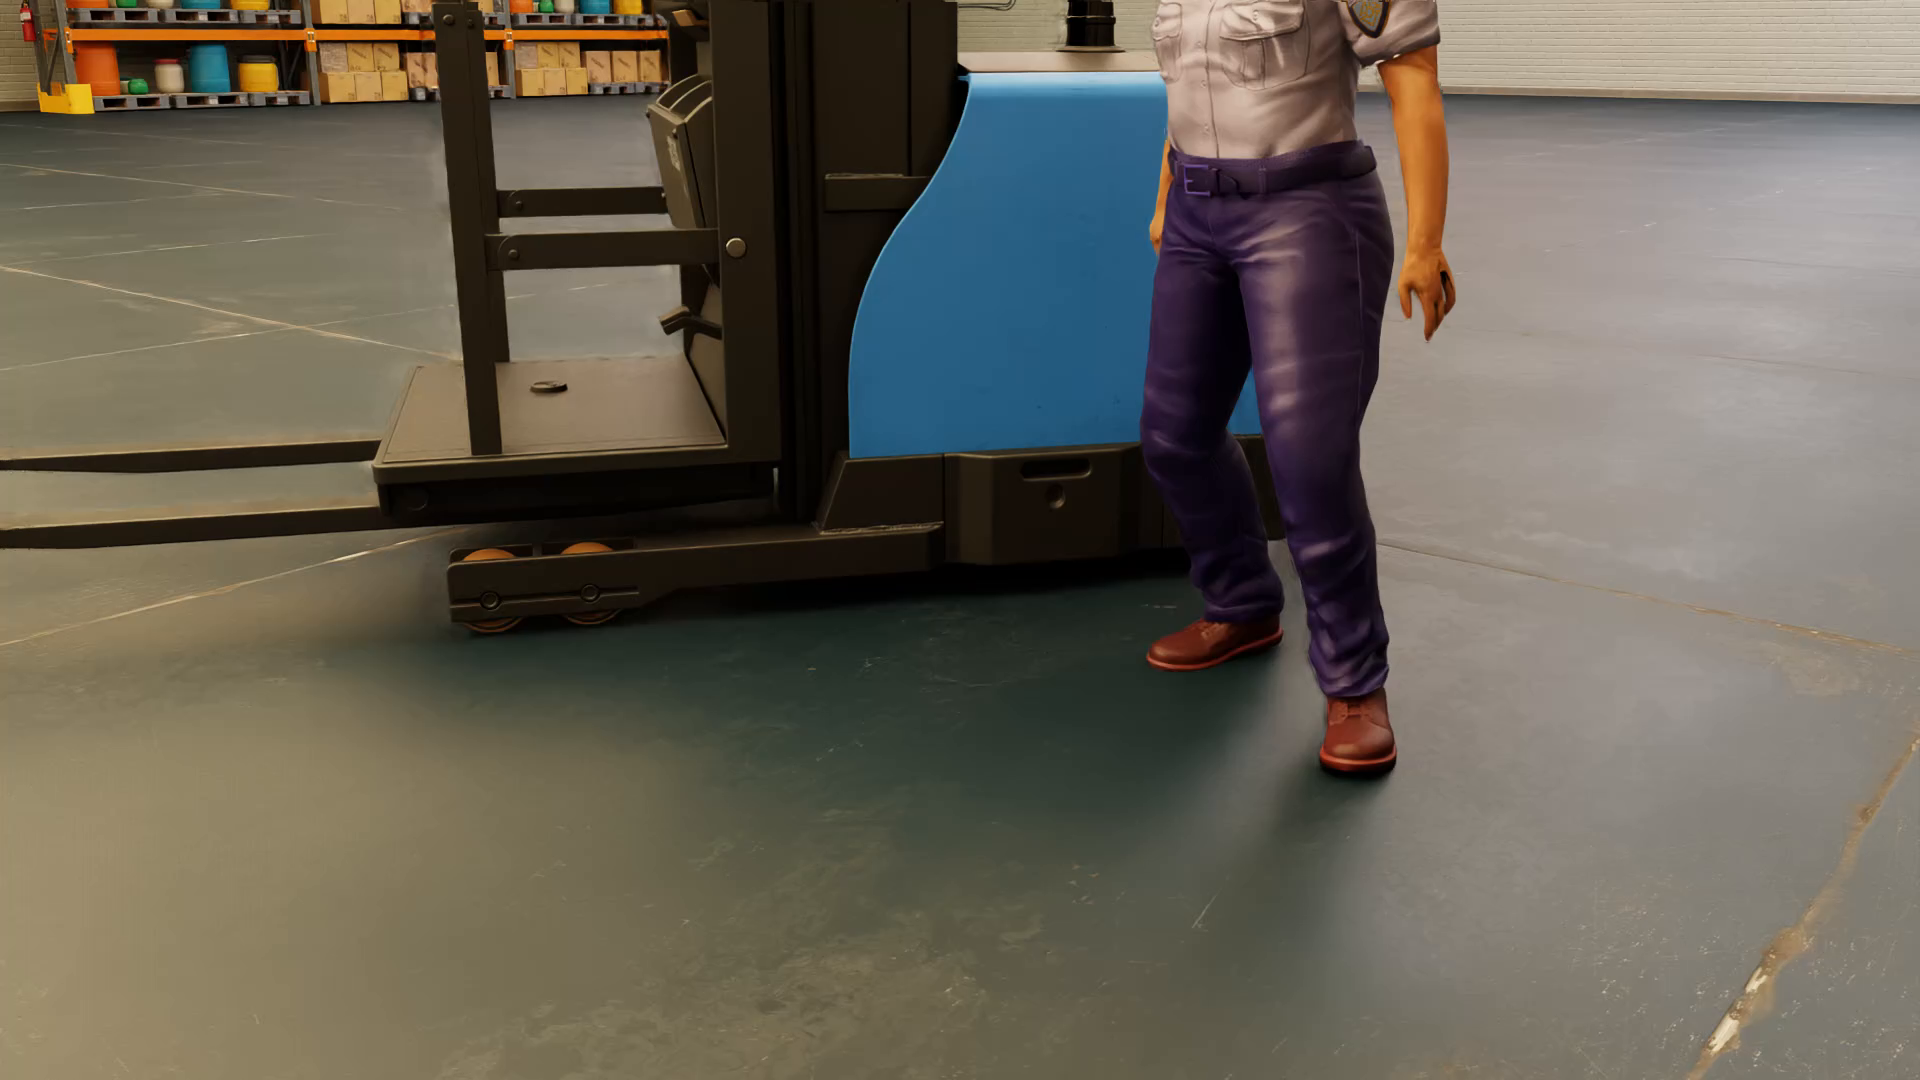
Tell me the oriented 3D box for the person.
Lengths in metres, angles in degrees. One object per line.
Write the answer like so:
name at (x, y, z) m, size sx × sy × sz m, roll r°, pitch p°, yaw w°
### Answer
person at (0.552, -0.502, 2.833) m, size 0.379 × 1.623 × 0.811 m, roll -11°, pitch 20°, yaw -33°

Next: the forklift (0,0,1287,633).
forklift at (-0.786, -1.385, 3.457) m, size 3.031 × 2.935 × 1.130 m, roll -4°, pitch 17°, yaw -13°
